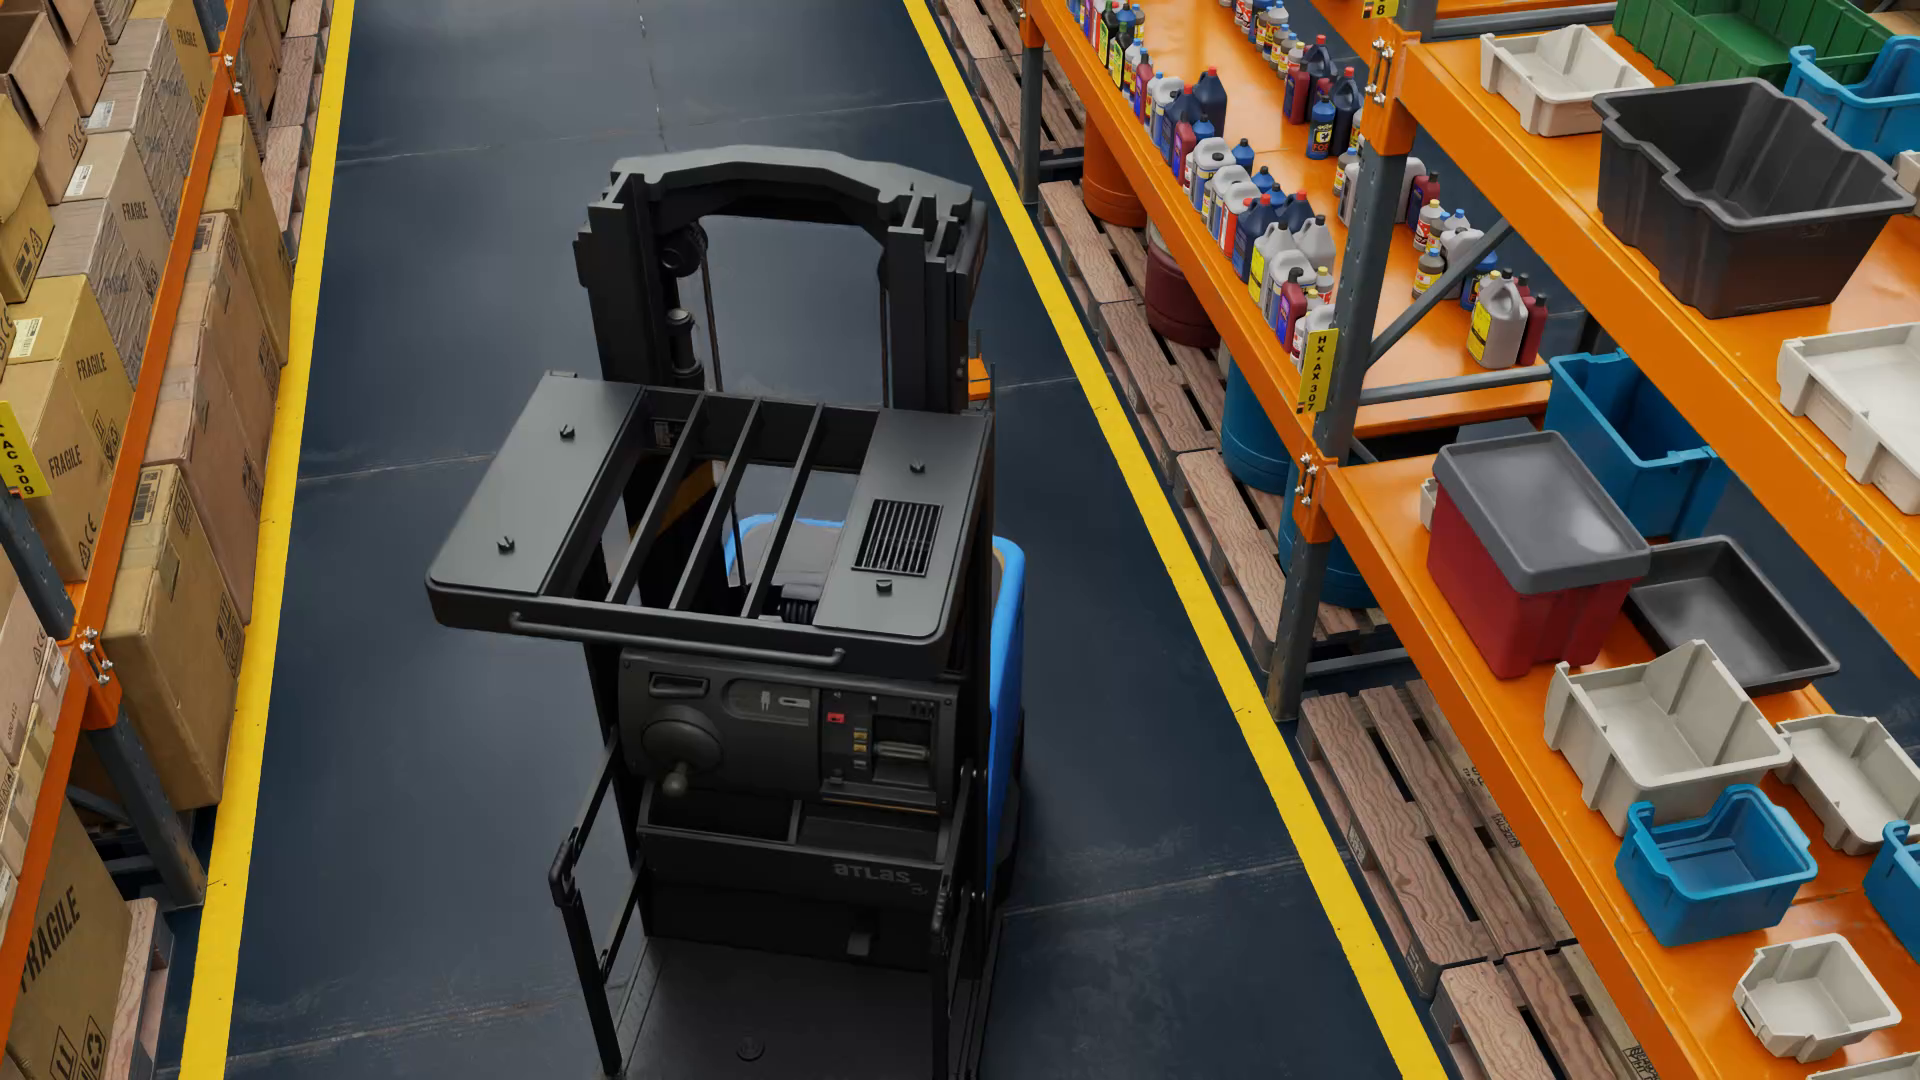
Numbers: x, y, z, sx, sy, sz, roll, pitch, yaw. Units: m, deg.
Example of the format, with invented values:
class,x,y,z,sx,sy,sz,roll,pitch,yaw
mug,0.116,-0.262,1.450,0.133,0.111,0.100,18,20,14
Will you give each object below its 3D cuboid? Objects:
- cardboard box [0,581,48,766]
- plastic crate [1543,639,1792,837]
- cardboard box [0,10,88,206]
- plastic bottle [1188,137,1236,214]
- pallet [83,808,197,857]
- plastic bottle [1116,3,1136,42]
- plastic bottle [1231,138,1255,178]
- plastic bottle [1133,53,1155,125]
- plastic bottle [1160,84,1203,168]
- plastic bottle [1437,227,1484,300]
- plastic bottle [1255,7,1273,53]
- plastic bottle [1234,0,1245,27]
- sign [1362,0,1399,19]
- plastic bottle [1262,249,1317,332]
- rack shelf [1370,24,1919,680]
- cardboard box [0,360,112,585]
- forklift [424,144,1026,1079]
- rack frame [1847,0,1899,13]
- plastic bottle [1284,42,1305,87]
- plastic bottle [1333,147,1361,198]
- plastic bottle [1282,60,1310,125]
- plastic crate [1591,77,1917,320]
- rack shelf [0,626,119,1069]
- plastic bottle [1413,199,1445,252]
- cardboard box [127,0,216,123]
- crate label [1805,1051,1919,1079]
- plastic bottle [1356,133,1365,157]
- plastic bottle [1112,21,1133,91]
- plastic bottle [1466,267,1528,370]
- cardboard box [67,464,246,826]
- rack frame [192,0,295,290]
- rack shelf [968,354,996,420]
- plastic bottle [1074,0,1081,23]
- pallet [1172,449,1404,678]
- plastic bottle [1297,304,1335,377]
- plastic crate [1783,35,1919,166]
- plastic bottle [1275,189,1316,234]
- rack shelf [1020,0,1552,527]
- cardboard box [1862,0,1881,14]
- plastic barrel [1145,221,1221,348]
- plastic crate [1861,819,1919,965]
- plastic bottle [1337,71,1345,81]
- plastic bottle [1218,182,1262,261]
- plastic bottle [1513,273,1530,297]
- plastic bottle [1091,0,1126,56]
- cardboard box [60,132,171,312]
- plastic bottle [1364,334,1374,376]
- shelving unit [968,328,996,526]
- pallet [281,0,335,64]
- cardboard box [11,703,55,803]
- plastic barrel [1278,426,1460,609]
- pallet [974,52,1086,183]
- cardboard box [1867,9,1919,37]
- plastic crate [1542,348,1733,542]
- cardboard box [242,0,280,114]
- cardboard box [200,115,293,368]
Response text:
class,x,y,z,sx,sy,sz,roll,pitch,yaw
cardboard box,-2.789,0.384,4.447,0.500,0.250,0.500,-9,42,-10
plastic crate,1.845,0.519,4.450,0.437,0.282,0.530,-8,42,-9
cardboard box,-3.573,-1.482,5.829,0.797,0.503,0.637,-7,42,-8
plastic bottle,1.028,-1.483,6.755,0.152,0.276,0.135,-8,42,-9
pallet,-3.381,0.744,6.253,1.003,0.211,1.213,-8,42,-9
plastic bottle,0.768,-2.367,7.753,0.097,0.271,0.097,0,42,0
plastic bottle,1.146,-1.511,6.790,0.097,0.271,0.097,0,42,0
plastic bottle,0.815,-1.986,7.315,0.061,0.283,0.133,-8,42,-9
plastic bottle,0.940,-1.763,7.014,0.144,0.351,0.185,-8,42,-9
plastic bottle,1.889,-1.064,6.283,0.152,0.276,0.135,-8,42,-9
plastic bottle,1.456,-2.420,7.866,0.097,0.201,0.097,0,42,0
plastic bottle,1.393,-2.609,8.080,0.097,0.201,0.097,0,42,0
sign,1.158,-1.566,4.489,0.100,0.325,0.005,-8,42,-9
plastic bottle,1.216,-0.918,6.119,0.152,0.276,0.135,-8,42,-9
rack shelf,2.127,-0.075,3.358,1.077,0.370,4.000,-8,42,-9
cardboard box,-2.996,-0.181,5.119,0.500,0.500,0.500,-8,42,-9
forklift,-0.501,0.618,4.346,1.130,2.935,3.031,6,42,7
rack frame,5.670,-3.819,9.293,1.000,3.000,0.127,-8,42,-9
plastic bottle,1.540,-2.168,7.582,0.097,0.201,0.097,0,42,0
plastic bottle,1.600,-1.520,6.852,0.097,0.201,0.097,0,42,0
plastic bottle,1.482,-1.986,7.315,0.061,0.283,0.133,-8,42,-9
plastic crate,1.696,-0.747,3.671,0.497,0.269,0.590,-8,42,-9
rack shelf,-2.709,1.756,3.554,1.077,0.370,4.000,-8,42,-9
plastic bottle,1.848,-1.242,6.539,0.097,0.201,0.097,0,42,0
cardboard box,-3.655,-2.155,7.343,0.500,0.500,0.500,-7,42,-8
crate label,2.074,1.280,3.701,0.396,0.136,0.243,-8,42,-9
plastic bottle,1.718,-1.578,6.861,0.152,0.276,0.135,-8,42,-9
plastic bottle,0.744,-2.198,7.555,0.061,0.283,0.133,-8,42,-9
plastic bottle,1.927,-0.801,5.930,0.144,0.351,0.185,-8,42,-9
cardboard box,-3.298,0.416,5.806,1.225,0.875,0.875,-8,42,-9
rack frame,-4.004,-2.402,7.696,1.000,3.000,0.127,-8,42,-9
rack shelf,0.012,-0.562,6.681,0.215,0.259,0.240,-8,42,-9
plastic bottle,0.608,-2.658,8.081,0.097,0.271,0.097,0,42,0
pallet,1.570,0.018,7.071,1.003,0.211,1.213,-8,42,-9
plastic bottle,1.295,-0.682,5.852,0.152,0.276,0.135,-8,42,-9
plastic crate,2.204,-1.034,4.022,0.416,0.233,0.300,-8,42,-9
plastic bottle,1.279,-1.190,6.368,0.144,0.351,0.185,-8,42,-9
rack shelf,1.264,-1.546,7.274,1.077,0.370,4.000,-8,42,-9
cardboard box,5.316,-3.462,10.223,0.500,0.311,0.500,-7,42,-8
plastic barrel,1.198,-1.320,7.978,0.600,0.588,0.708,-8,42,-9
plastic crate,2.478,0.859,4.104,0.416,0.233,0.300,-8,42,-9
plastic bottle,1.652,-1.920,7.241,0.061,0.283,0.133,-8,42,-9
plastic bottle,1.107,-1.245,6.487,0.152,0.276,0.135,-8,42,-9
plastic bottle,2.004,-0.861,6.048,0.061,0.283,0.133,-8,42,-9
plastic bottle,0.710,-2.439,7.831,0.152,0.276,0.135,-8,42,-9
cardboard box,-3.329,-1.165,6.228,0.500,0.500,0.500,-8,42,-8
plastic bottle,1.413,-0.684,5.910,0.097,0.201,0.097,0,42,0
shelving unit,0.012,-0.358,6.862,0.215,1.050,0.252,-8,42,-9
pallet,-4.698,-3.448,10.975,1.003,0.211,1.213,-8,42,-9
cardboard box,-2.699,0.603,4.501,0.380,0.149,0.250,-8,42,-8
plastic barrel,1.595,-0.246,6.532,0.600,0.901,0.708,-8,42,-9
pallet,0.703,-2.577,9.994,1.003,0.211,1.213,-8,42,-9
cardboard box,5.489,-2.713,9.598,0.500,0.500,0.500,-7,42,-7
plastic crate,2.130,-0.282,5.275,0.392,0.384,0.575,-8,42,-9
cardboard box,-4.429,-2.787,9.682,0.700,0.500,0.500,-5,42,-6
cardboard box,-3.875,-1.314,7.755,1.225,0.875,0.875,-10,43,-11
